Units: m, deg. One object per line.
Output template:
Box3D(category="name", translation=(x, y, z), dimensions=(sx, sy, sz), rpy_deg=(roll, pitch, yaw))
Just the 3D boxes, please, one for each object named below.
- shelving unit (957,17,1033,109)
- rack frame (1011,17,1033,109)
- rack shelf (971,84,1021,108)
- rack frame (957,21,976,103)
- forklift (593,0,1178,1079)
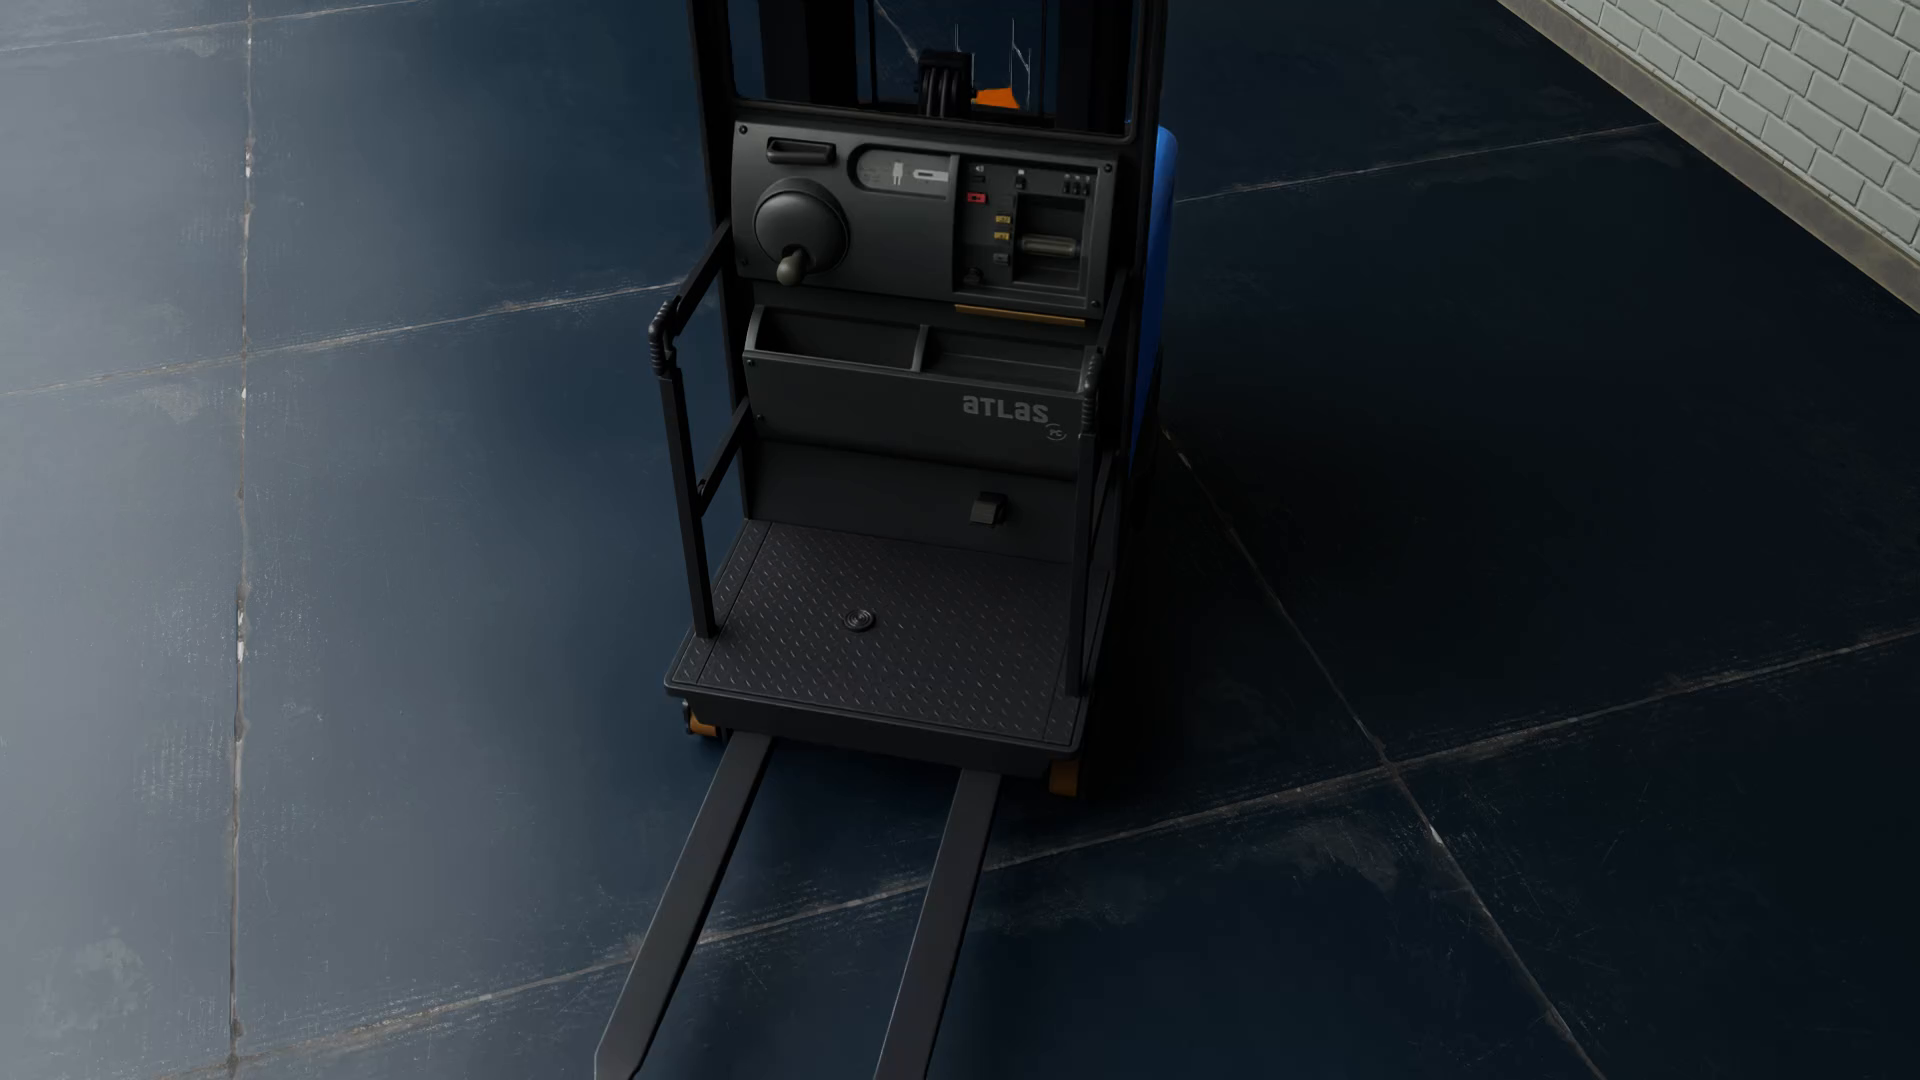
Box3D(category="shelving unit", translation=(0.104, -1.142, 5.643), dimensions=(0.189, 1.200, 0.258), rpy_deg=(-8, 42, -10))
Box3D(category="rack frame", translation=(0.193, -1.154, 5.659), dimensions=(0.006, 1.200, 0.240), rpy_deg=(-8, 42, -10))
Box3D(category="rack shelf", translation=(0.107, -1.381, 5.437), dimensions=(0.180, 0.103, 0.258), rpy_deg=(-8, 42, -10))
Box3D(category="rack frame", translation=(0.014, -1.130, 5.628), dimensions=(0.006, 1.200, 0.240), rpy_deg=(-8, 42, -10))
Box3D(category="forklift", translation=(-0.138, -0.690, 3.813), dimensions=(1.130, 2.935, 3.031), rpy_deg=(8, 42, 9))
